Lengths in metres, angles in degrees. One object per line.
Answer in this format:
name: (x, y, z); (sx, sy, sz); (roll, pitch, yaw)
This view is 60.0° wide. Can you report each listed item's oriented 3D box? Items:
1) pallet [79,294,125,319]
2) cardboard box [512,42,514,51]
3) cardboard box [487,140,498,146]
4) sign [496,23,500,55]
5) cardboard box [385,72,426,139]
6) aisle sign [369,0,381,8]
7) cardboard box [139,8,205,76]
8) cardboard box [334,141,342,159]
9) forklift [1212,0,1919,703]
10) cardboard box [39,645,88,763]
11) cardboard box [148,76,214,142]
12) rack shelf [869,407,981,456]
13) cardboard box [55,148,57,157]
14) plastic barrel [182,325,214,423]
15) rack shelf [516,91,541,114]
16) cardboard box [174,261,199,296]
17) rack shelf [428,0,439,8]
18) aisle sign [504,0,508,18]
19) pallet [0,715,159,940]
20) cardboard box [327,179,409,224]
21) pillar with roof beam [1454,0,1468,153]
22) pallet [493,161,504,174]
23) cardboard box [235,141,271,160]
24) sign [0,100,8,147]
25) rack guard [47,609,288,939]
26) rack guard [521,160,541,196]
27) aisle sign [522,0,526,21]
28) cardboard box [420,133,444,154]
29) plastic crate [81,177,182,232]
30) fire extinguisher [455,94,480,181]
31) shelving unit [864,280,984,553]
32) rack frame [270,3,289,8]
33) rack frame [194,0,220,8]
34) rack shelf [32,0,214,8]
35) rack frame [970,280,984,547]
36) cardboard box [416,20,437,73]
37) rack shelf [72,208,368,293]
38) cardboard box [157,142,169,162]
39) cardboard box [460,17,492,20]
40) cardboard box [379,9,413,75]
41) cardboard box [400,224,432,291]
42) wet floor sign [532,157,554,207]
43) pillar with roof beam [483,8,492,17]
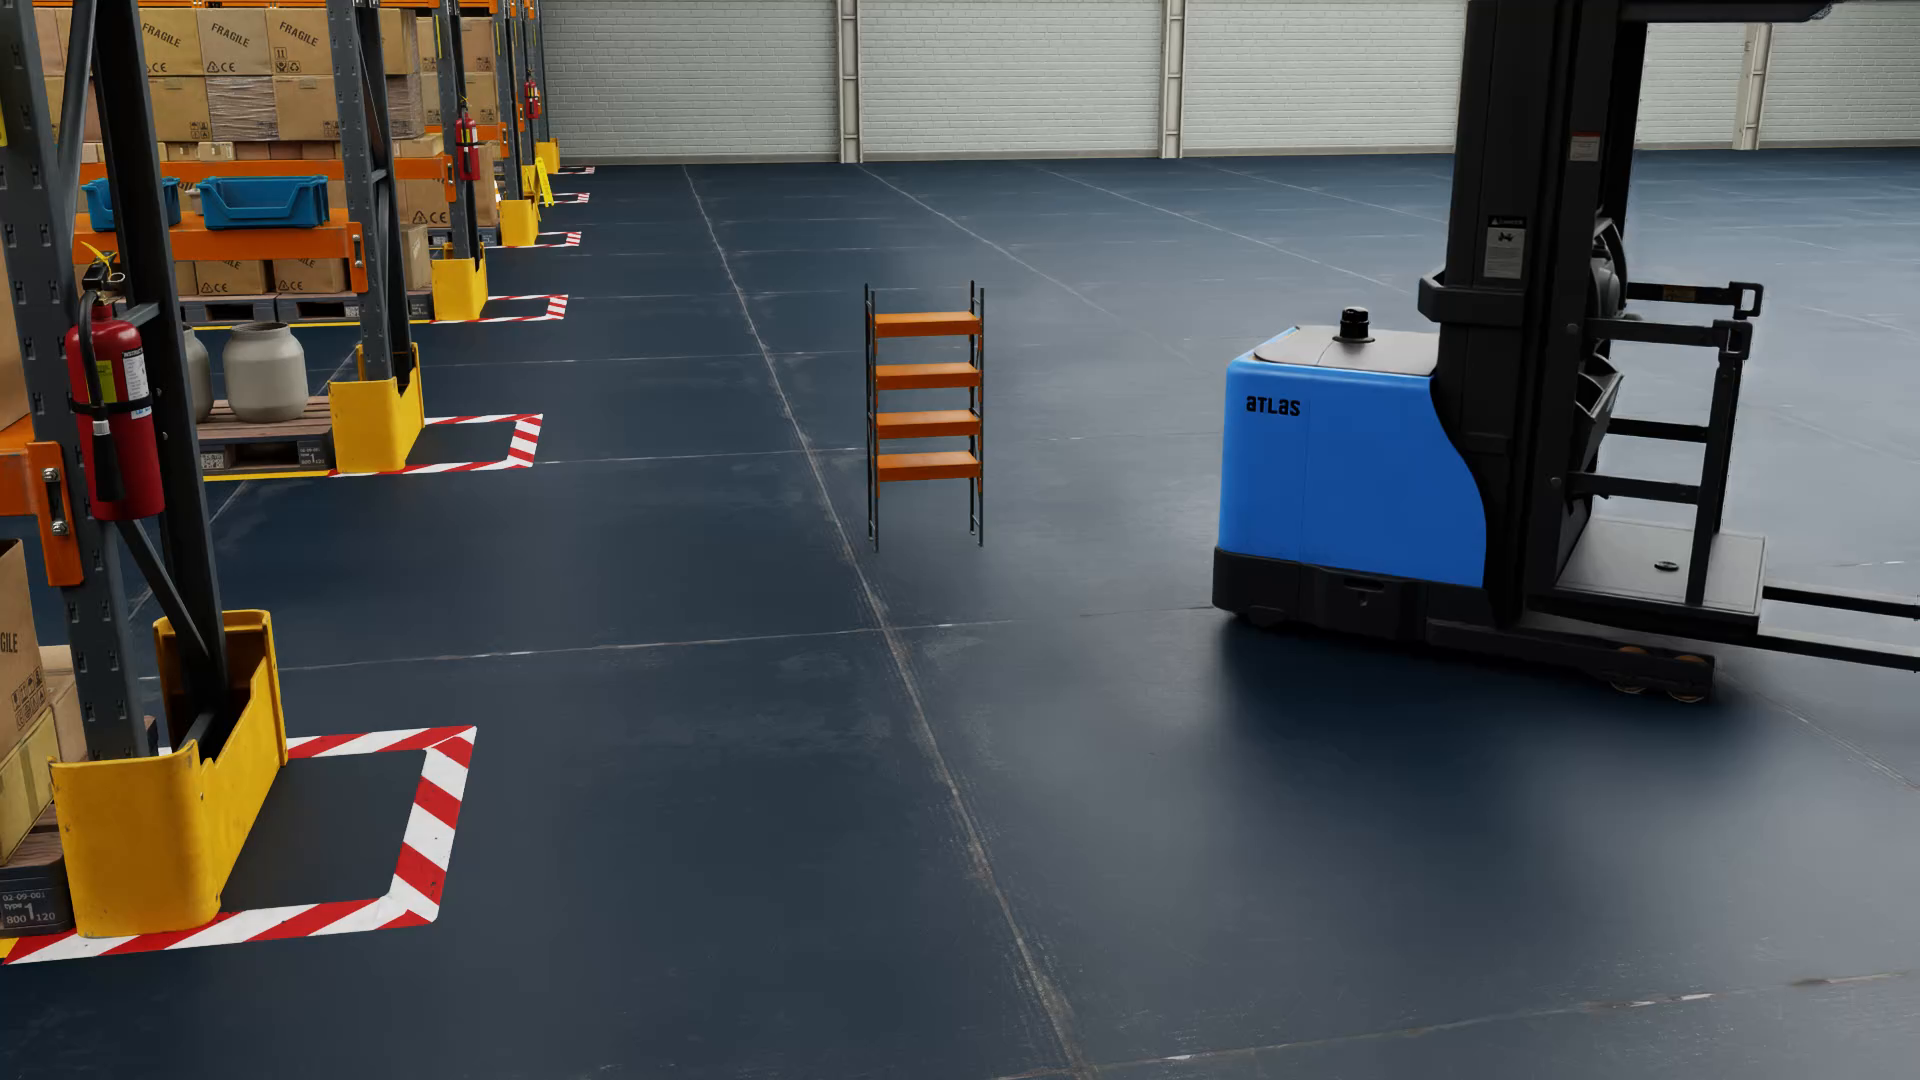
pallet: (-7.456, -1.903, 13.647); (1.213, 0.211, 1.003); (-3, 17, -10)
cardboard box: (-7.318, -8.118, 27.351); (0.250, 0.149, 0.380); (-3, 17, -10)
cardboard box: (-7.920, -6.682, 27.573); (0.500, 0.250, 0.500); (-3, 17, -11)
sign: (-4.934, -5.356, 17.765); (0.005, 0.325, 0.100); (-3, 17, -10)
cardboard box: (-4.727, -3.578, 13.676); (0.500, 0.500, 0.875); (-3, 17, -10)
aisle sign: (-3.227, -3.314, 9.066); (0.004, 0.787, 0.394); (-3, 17, -10)
cardboard box: (-6.148, -3.895, 13.004); (0.500, 0.500, 0.500); (-3, 17, -10)
cardboard box: (-4.903, -3.173, 13.461); (0.250, 0.149, 0.380); (-3, 17, -10)
forklift: (2.573, -0.999, 6.074); (3.031, 2.935, 1.130); (8, 19, 25)
cardboard box: (-2.875, 0.524, 4.963); (0.500, 0.250, 0.500); (-3, 17, -10)
cardboard box: (-6.187, -3.476, 13.343); (0.500, 0.500, 0.875); (-3, 17, -10)
rack shelf: (-0.163, -0.500, 7.625); (0.480, 0.148, 0.258); (-3, 17, -10)
cardboard box: (-7.109, -3.042, 13.035); (0.250, 0.149, 0.380); (-3, 17, -10)
plastic barrel: (-4.366, -0.908, 9.181); (0.421, 0.512, 0.421); (0, 17, 0)
rack shelf: (-8.970, -7.243, 27.510); (4.000, 0.370, 1.077); (-3, 17, -10)
cardboard box: (-6.553, -2.296, 13.720); (0.500, 0.500, 0.500); (-5, 18, -15)
rack shelf: (-6.145, -4.389, 13.111); (4.000, 0.370, 1.077); (-3, 17, -10)
aisle sign: (-4.897, -6.007, 17.831); (0.004, 0.787, 0.394); (-3, 17, -10)
pallet: (-3.049, 0.833, 4.741); (1.213, 0.211, 1.003); (-3, 17, -10)
cardboard box: (-6.540, -3.925, 18.385); (0.875, 0.875, 0.875); (-4, 17, -11)
pillar with roof beam: (10.628, -10.549, 26.830); (0.400, 9.000, 9.100); (-3, 17, -10)
pallet: (-7.750, -6.311, 27.999); (1.213, 0.211, 1.003); (-3, 17, -10)
cardboard box: (-5.646, -3.141, 13.357); (0.250, 0.149, 0.380); (-3, 17, -10)
sign: (-2.217, -1.064, 3.793); (0.005, 0.325, 0.100); (-3, 17, -10)
rack guard: (-2.282, 0.639, 4.881); (0.348, 0.500, 1.175); (-3, 17, -10)
rack guard: (-6.136, -5.069, 23.462); (0.348, 0.500, 1.175); (-3, 17, -10)
aisle sign: (-6.059, -7.603, 23.030); (0.004, 0.787, 0.394); (-3, 17, -10)
cardboard box: (-4.507, -3.344, 14.017); (0.250, 0.149, 0.380); (-3, 17, -10)
plastic crate: (-4.315, -1.763, 8.697); (0.408, 0.251, 0.499); (-3, 17, -10)
fire extinguisher: (-3.982, -3.247, 13.408); (0.183, 0.674, 0.296); (-3, 17, -10)
shelving unit: (-0.163, -0.564, 7.606); (0.503, 1.200, 0.258); (-3, 17, -10)
rack frame: (-10.934, -7.476, 27.042); (0.127, 3.000, 1.000); (-3, 17, -10)
rack frame: (-9.989, -6.045, 22.384); (0.127, 3.000, 1.000); (-3, 17, -10)
rack shelf: (-11.952, -7.024, 21.686); (4.000, 0.370, 1.077); (-3, 17, -10)
rack frame: (0.077, -0.578, 7.650); (0.015, 1.200, 0.240); (-3, 17, -10)
cardboard box: (-5.917, -5.368, 18.084); (0.550, 0.550, 0.875); (-3, 17, -10)
rack shelf: (-5.206, -1.528, 8.902); (4.000, 0.370, 1.077); (-3, 17, -10)
cardboard box: (-6.370, -3.081, 13.161); (0.250, 0.149, 0.380); (-3, 17, -10)
cardboard box: (-6.522, -6.844, 22.607); (0.500, 0.500, 0.700); (-4, 17, -12)
cardboard box: (-4.675, -3.977, 13.271); (0.500, 0.500, 0.500); (-3, 17, -10)
cardboard box: (-4.798, -2.387, 14.016); (0.500, 0.500, 0.500); (0, 17, 0)
wet floor sign: (-5.672, -4.844, 22.485); (0.232, 0.644, 0.267); (3, 17, 9)
pillar with roof beam: (-7.045, -9.546, 23.566); (0.400, 9.000, 9.100); (-3, 17, -10)
